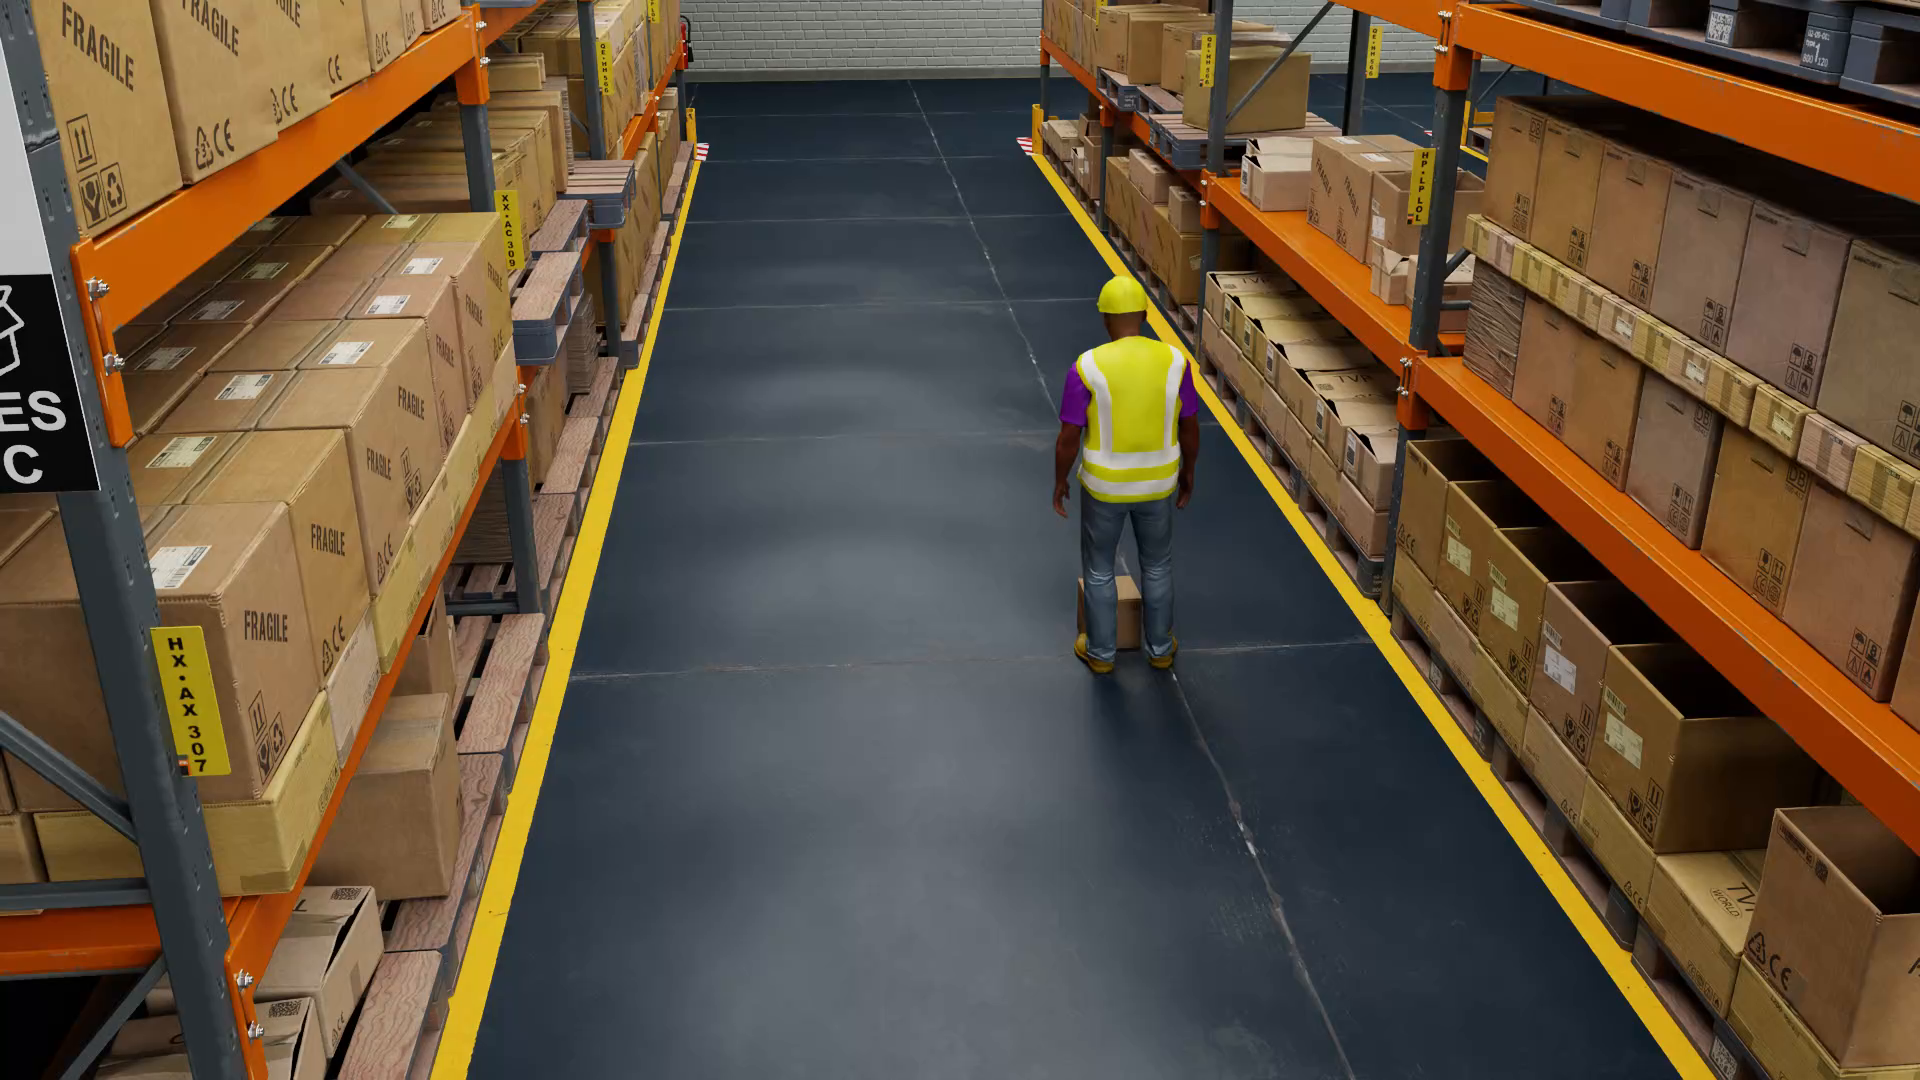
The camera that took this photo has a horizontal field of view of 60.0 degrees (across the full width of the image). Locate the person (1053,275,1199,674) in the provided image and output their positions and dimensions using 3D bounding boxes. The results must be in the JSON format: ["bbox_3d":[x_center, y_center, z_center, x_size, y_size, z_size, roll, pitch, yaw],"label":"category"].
[{"bbox_3d":[0.712,-0.265,7.184,0.635,1.761,0.455,-3,24,-8],"label":"person"}]
